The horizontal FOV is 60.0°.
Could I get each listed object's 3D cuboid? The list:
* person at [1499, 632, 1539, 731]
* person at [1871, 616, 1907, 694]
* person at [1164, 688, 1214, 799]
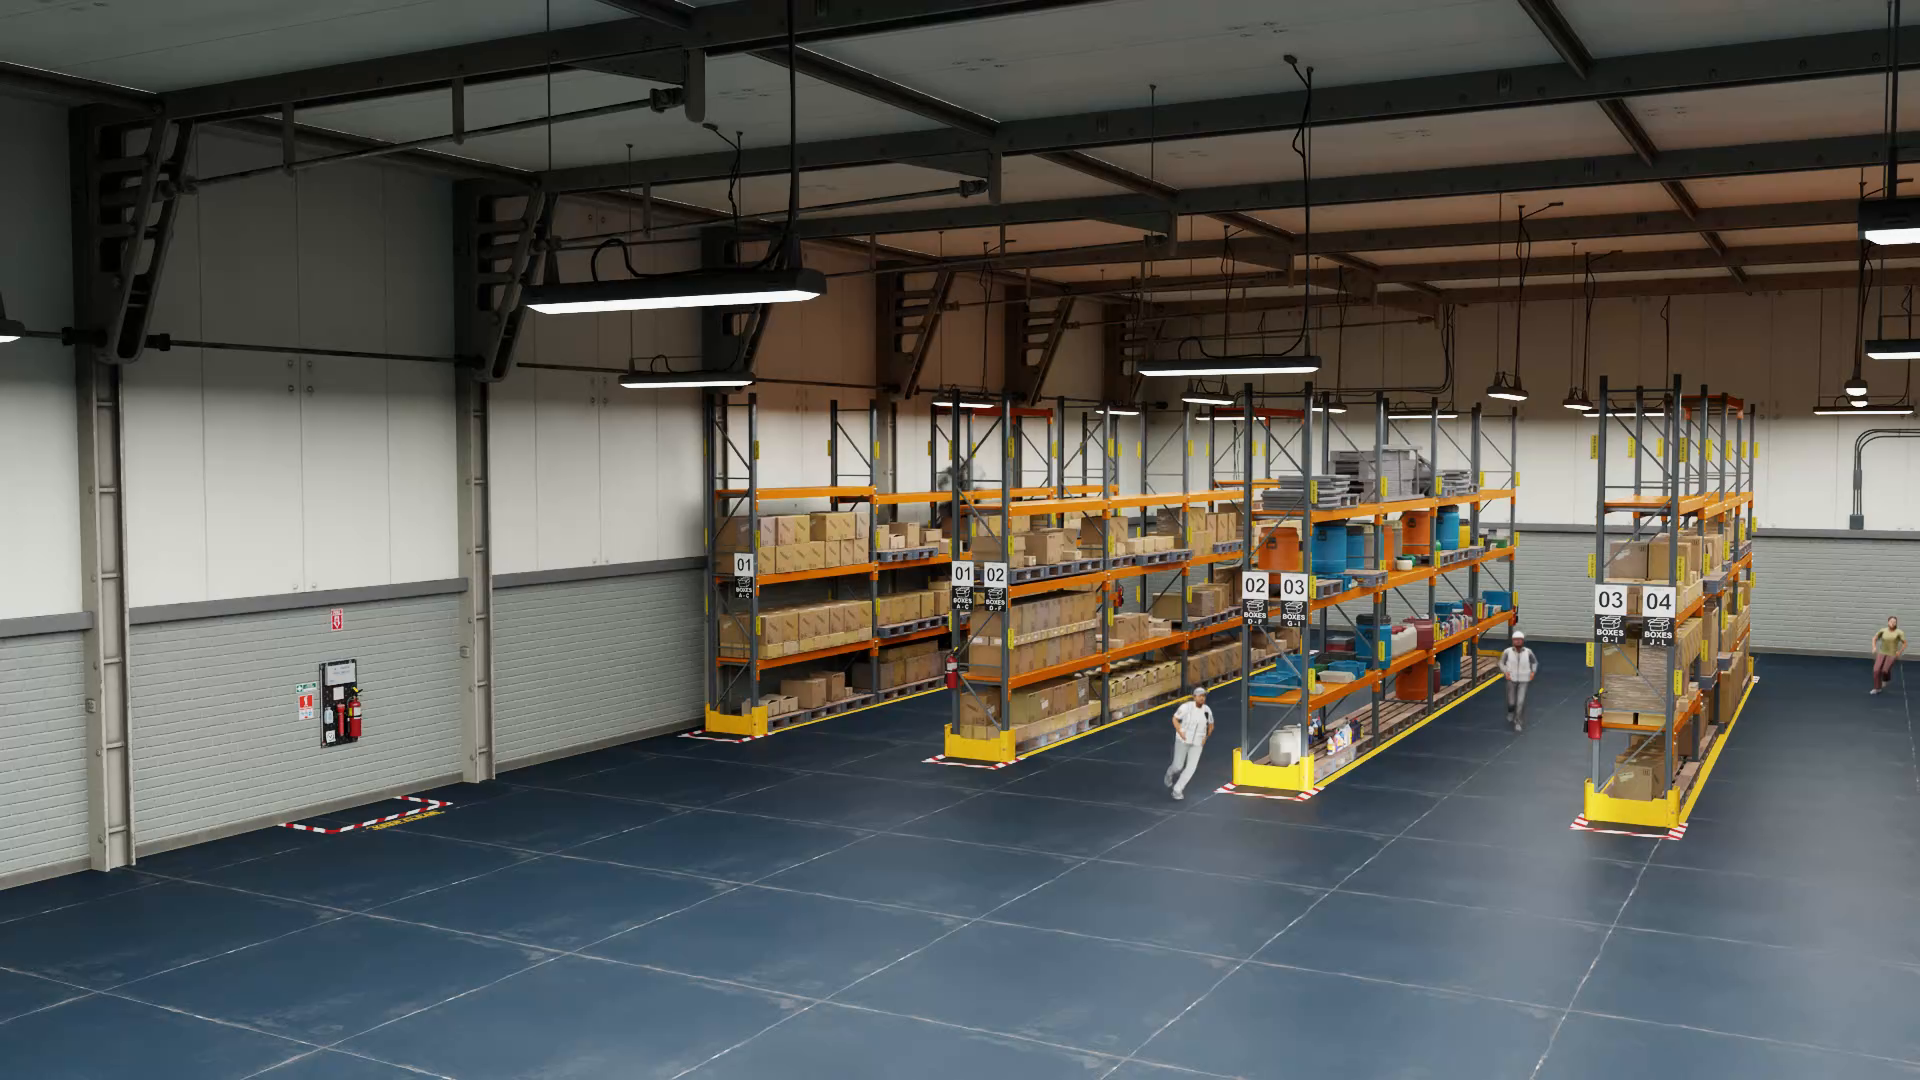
[{"bbox_3d":[10.039,2.521,29.896,0.685,1.762,0.701,1,3,17],"label":"person"},{"bbox_3d":[19.072,2.366,34.156,0.622,1.616,0.552,3,4,43],"label":"person"},{"bbox_3d":[3.349,2.917,24.146,0.680,1.589,0.621,0,3,-4],"label":"person"}]
